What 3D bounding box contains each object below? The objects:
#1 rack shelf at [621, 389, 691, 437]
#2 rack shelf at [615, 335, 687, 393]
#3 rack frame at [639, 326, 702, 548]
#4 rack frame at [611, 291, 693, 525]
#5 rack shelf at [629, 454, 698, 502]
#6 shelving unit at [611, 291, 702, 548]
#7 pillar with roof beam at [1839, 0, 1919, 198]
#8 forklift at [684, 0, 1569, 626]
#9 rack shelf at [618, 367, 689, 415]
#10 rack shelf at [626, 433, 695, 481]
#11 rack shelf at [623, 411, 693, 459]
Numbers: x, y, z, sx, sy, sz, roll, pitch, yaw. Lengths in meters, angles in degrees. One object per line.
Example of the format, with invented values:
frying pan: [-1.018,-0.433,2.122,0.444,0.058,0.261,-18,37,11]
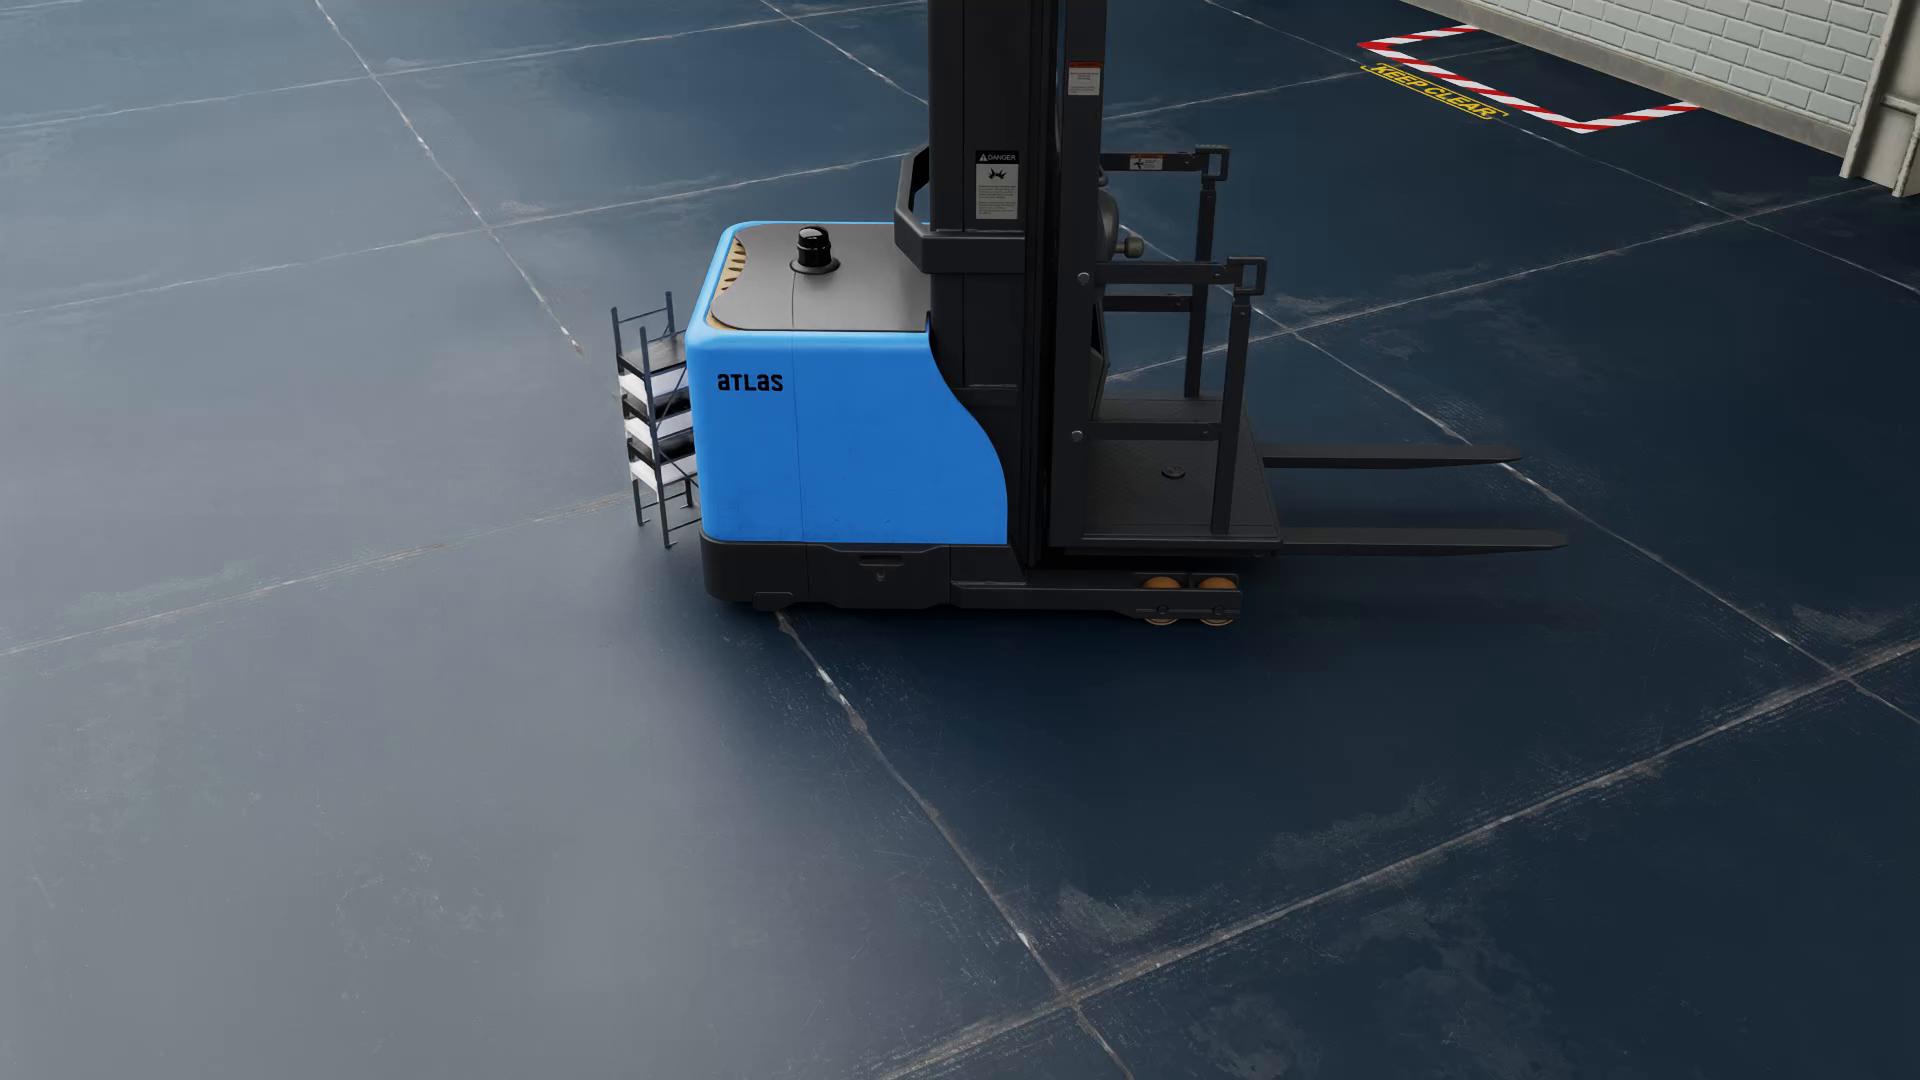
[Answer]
rack shelf: [-1.072,-0.482,6.064,0.258,0.077,0.200,-23,39,-31]
rack shelf: [-1.072,-0.634,5.967,0.258,0.077,0.200,-23,39,-31]
rack frame: [-1.009,-0.392,6.027,0.240,0.900,0.006,-23,39,-31]
rack frame: [-1.135,-0.478,6.161,0.240,0.900,0.006,-23,39,-31]
rack shelf: [-1.072,-0.255,6.209,0.258,0.077,0.200,-23,39,-31]
shelving unit: [-1.072,-0.435,6.094,0.258,0.900,0.210,-23,39,-31]
pillar with roof beam: [1.441,-4.734,5.298,9.100,9.000,0.400,-16,36,-23]
forklift: [0.622,-1.227,5.449,3.031,2.935,1.130,1,33,1]
rack shelf: [-1.072,-0.558,6.015,0.258,0.077,0.200,-23,39,-31]
rack shelf: [-1.072,-0.331,6.161,0.258,0.077,0.200,-23,39,-31]
rack shelf: [-1.072,-0.407,6.112,0.258,0.077,0.200,-23,39,-31]
